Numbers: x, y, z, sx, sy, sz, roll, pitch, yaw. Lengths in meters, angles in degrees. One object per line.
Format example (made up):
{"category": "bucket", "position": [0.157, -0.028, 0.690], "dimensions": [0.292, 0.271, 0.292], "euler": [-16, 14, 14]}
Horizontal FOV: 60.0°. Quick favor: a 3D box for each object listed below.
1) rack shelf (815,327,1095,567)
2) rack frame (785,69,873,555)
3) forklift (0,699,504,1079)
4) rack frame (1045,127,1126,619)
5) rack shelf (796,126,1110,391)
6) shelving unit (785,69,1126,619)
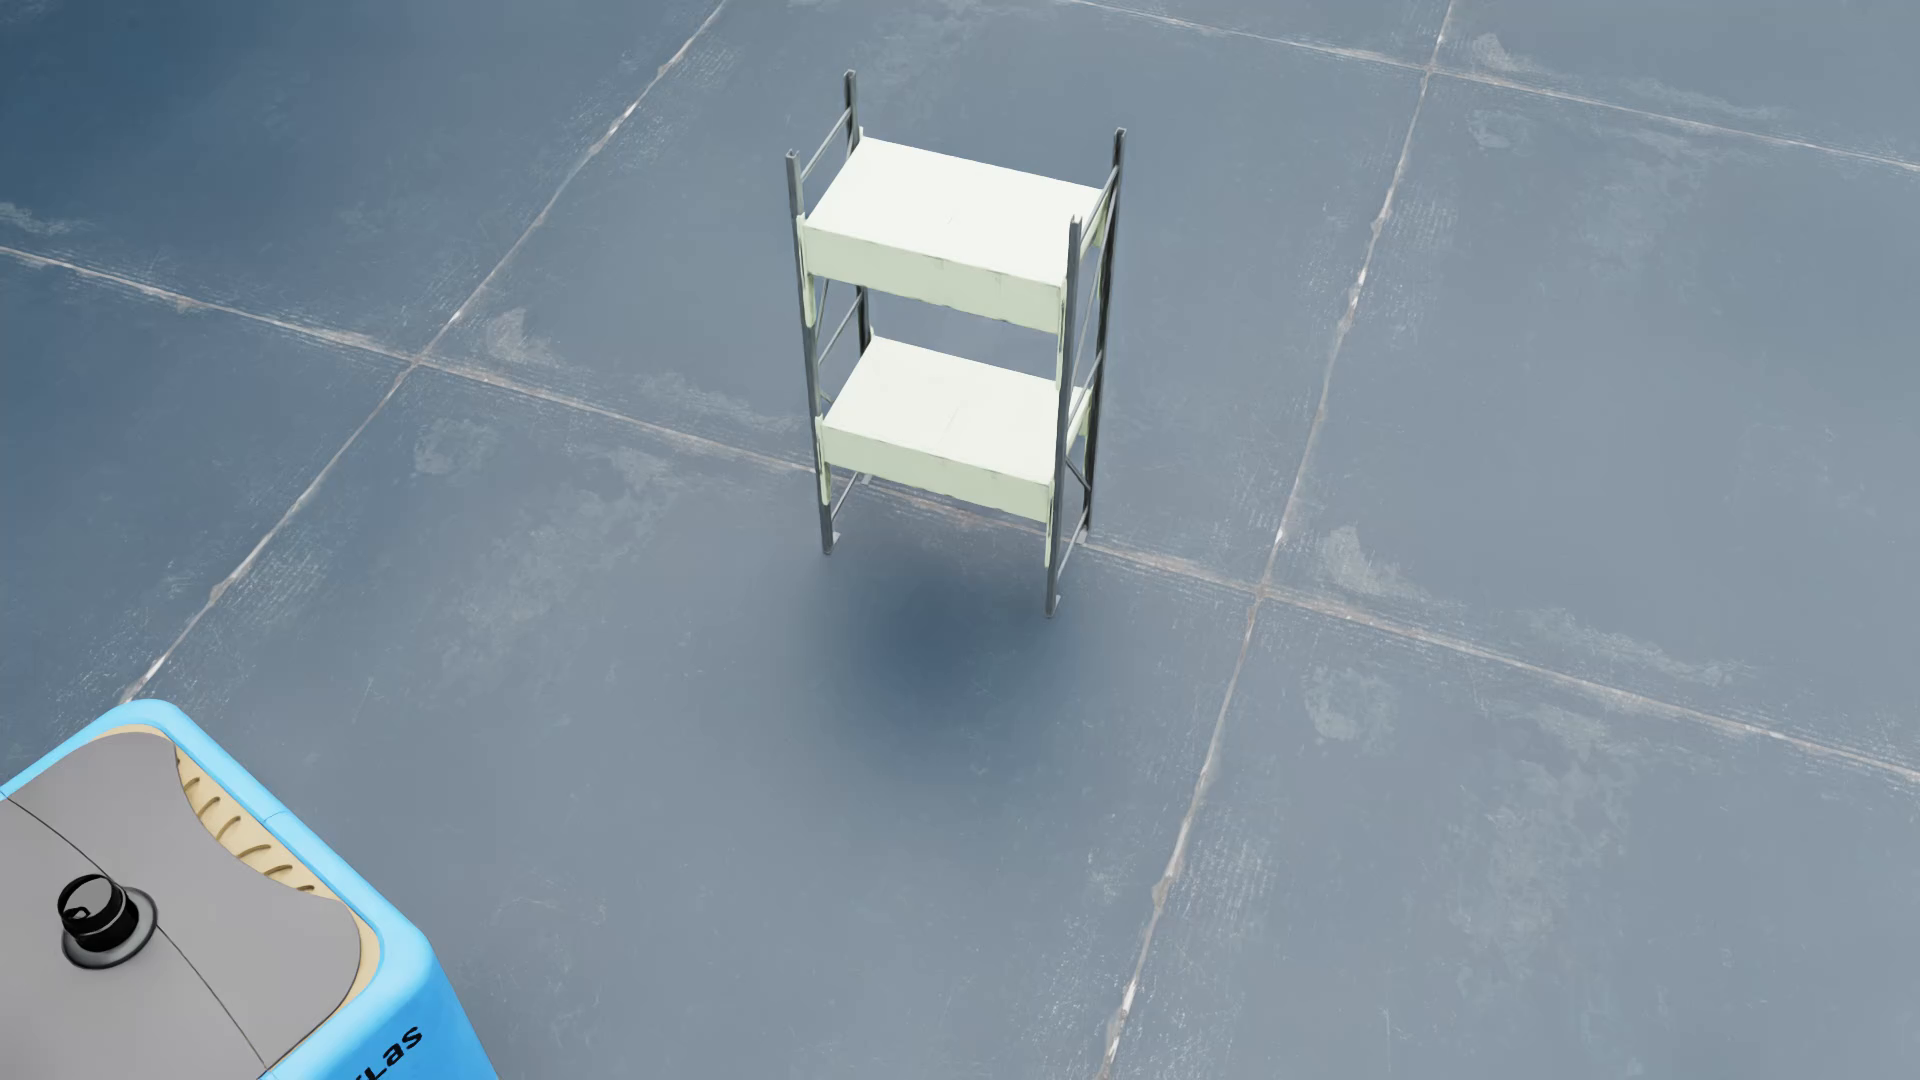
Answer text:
{"category": "rack shelf", "position": [-0.006, -0.279, 4.931], "dimensions": [0.720, 0.370, 0.431], "euler": [16, 51, 13]}
{"category": "rack frame", "position": [-0.350, -0.589, 4.768], "dimensions": [0.023, 1.500, 0.400], "euler": [16, 51, 13]}
{"category": "forklift", "position": [-2.325, 1.147, 2.316], "dimensions": [1.130, 2.935, 3.031], "euler": [32, 56, 25]}
{"category": "rack frame", "position": [0.337, -0.397, 4.602], "dimensions": [0.023, 1.500, 0.400], "euler": [16, 51, 13]}
{"category": "rack shelf", "position": [-0.006, -0.749, 4.390], "dimensions": [0.720, 0.370, 0.431], "euler": [16, 51, 13]}
{"category": "shelving unit", "position": [-0.006, -0.493, 4.685], "dimensions": [0.755, 1.500, 0.431], "euler": [16, 51, 13]}
